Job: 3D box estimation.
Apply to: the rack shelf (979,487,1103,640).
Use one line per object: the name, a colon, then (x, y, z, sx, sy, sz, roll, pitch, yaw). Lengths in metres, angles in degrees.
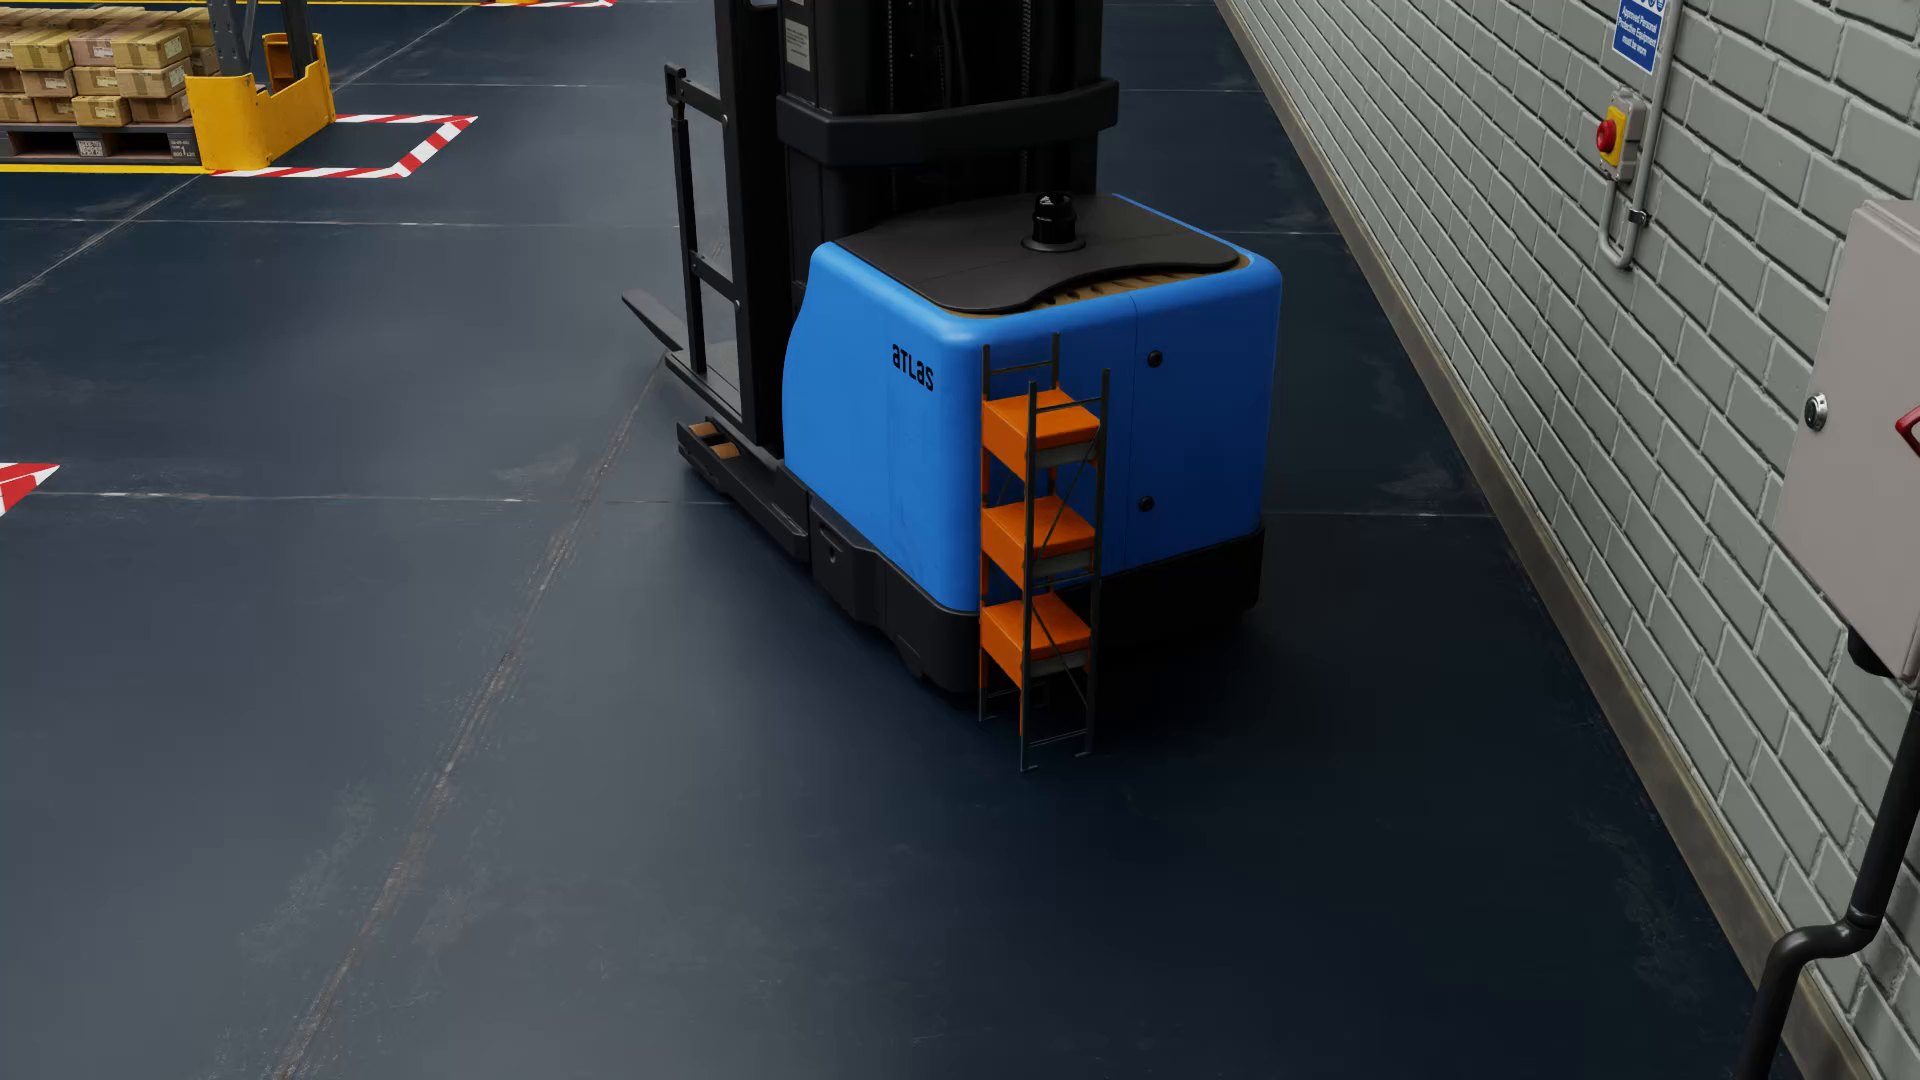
rack shelf: (0.194, 0.054, 4.050, 0.215, 0.259, 0.240, -12, 30, -21)

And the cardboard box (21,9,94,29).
cardboard box: (-5.160, -2.940, 9.553, 0.250, 0.149, 0.380, 0, 28, -1)

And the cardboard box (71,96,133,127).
cardboard box: (-4.664, -2.399, 9.169, 0.250, 0.149, 0.380, 2, 28, 3)

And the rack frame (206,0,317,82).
rack frame: (-3.870, -3.605, 8.849, 0.127, 3.000, 1.000, 1, 28, 2)

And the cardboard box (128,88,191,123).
cardboard box: (-4.404, -2.442, 9.250, 0.250, 0.149, 0.380, 1, 28, 3)

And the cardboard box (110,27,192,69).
cardboard box: (-4.408, -2.684, 9.071, 0.250, 0.149, 0.380, 1, 28, 2)

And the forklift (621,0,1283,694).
forklift: (-0.309, -1.548, 5.041, 1.130, 2.935, 3.031, -15, 31, -26)

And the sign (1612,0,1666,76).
sign: (1.755, -1.345, 4.297, 0.001, 0.218, 0.327, 1, 28, 2)

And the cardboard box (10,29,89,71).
cardboard box: (-4.921, -2.660, 9.026, 0.250, 0.149, 0.380, 0, 28, 1)

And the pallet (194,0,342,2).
pallet: (-5.612, -4.691, 13.875, 1.213, 0.211, 1.003, 1, 28, 2)

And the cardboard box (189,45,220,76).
cardboard box: (-4.385, -2.792, 9.591, 0.250, 0.149, 0.380, 2, 28, 4)

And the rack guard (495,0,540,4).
rack guard: (-3.570, -4.821, 13.810, 0.348, 0.500, 1.175, 1, 28, 2)

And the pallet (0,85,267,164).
pallet: (-4.757, -2.405, 9.561, 1.213, 0.211, 1.003, 1, 28, 2)

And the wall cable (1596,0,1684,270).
wall cable: (1.692, -1.667, 4.074, 0.123, 1.953, 0.585, 1, 28, 2)

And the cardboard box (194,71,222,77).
cardboard box: (-4.383, -2.690, 9.717, 0.250, 0.149, 0.380, 2, 28, 3)

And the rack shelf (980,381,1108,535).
rack shelf: (0.194, -0.197, 3.917, 0.215, 0.259, 0.240, -12, 30, -21)

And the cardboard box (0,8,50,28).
cardboard box: (-5.437, -2.949, 9.570, 0.250, 0.149, 0.380, 2, 28, 4)

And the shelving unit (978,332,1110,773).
shelving unit: (0.194, 0.045, 4.045, 0.215, 1.050, 0.252, -12, 30, -21)

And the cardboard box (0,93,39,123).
cardboard box: (-5.173, -2.442, 9.249, 0.250, 0.149, 0.380, 1, 28, 2)

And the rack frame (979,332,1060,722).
rack frame: (0.144, -0.008, 4.143, 0.200, 1.050, 0.008, -12, 30, -21)

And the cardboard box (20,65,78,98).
cardboard box: (-4.927, -2.546, 9.127, 0.250, 0.149, 0.380, 0, 28, 0)

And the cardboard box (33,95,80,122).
cardboard box: (-4.925, -2.444, 9.253, 0.250, 0.149, 0.380, 1, 28, 2)

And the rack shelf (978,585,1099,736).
rack shelf: (0.194, 0.299, 4.180, 0.215, 0.259, 0.240, -12, 30, -21)

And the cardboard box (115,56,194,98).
cardboard box: (-4.408, -2.538, 9.113, 0.250, 0.149, 0.380, 0, 28, 0)

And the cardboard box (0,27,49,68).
cardboard box: (-5.177, -2.694, 9.090, 0.250, 0.149, 0.380, 0, 28, 0)

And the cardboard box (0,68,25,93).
cardboard box: (-5.192, -2.598, 9.227, 0.250, 0.149, 0.380, 1, 28, 1)

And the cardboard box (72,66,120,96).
cardboard box: (-4.667, -2.567, 9.169, 0.250, 0.149, 0.380, 0, 28, 1)

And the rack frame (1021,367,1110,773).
rack frame: (0.244, 0.097, 3.947, 0.200, 1.050, 0.008, -12, 30, -21)

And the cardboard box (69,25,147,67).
cardboard box: (-4.658, -2.715, 9.130, 0.250, 0.149, 0.380, 1, 28, 3)

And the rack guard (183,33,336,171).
rack guard: (-3.946, -2.502, 9.437, 0.348, 0.500, 1.175, 1, 28, 2)

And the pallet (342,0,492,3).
pallet: (-4.396, -4.670, 13.834, 1.213, 0.211, 1.003, 1, 28, 2)

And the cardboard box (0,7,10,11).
cardboard box: (-5.698, -2.974, 9.619, 0.250, 0.149, 0.380, 1, 28, 3)

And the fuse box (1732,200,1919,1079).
fuse box: (1.472, 0.346, 2.771, 0.414, 1.711, 0.539, 1, 28, 2)

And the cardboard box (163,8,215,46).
cardboard box: (-4.382, -2.962, 9.595, 0.250, 0.149, 0.380, 0, 28, -1)

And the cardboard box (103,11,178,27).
cardboard box: (-4.662, -2.910, 9.497, 0.250, 0.149, 0.380, 1, 28, 3)

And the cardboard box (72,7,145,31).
cardboard box: (-4.909, -2.974, 9.618, 0.250, 0.149, 0.380, 1, 28, 2)
